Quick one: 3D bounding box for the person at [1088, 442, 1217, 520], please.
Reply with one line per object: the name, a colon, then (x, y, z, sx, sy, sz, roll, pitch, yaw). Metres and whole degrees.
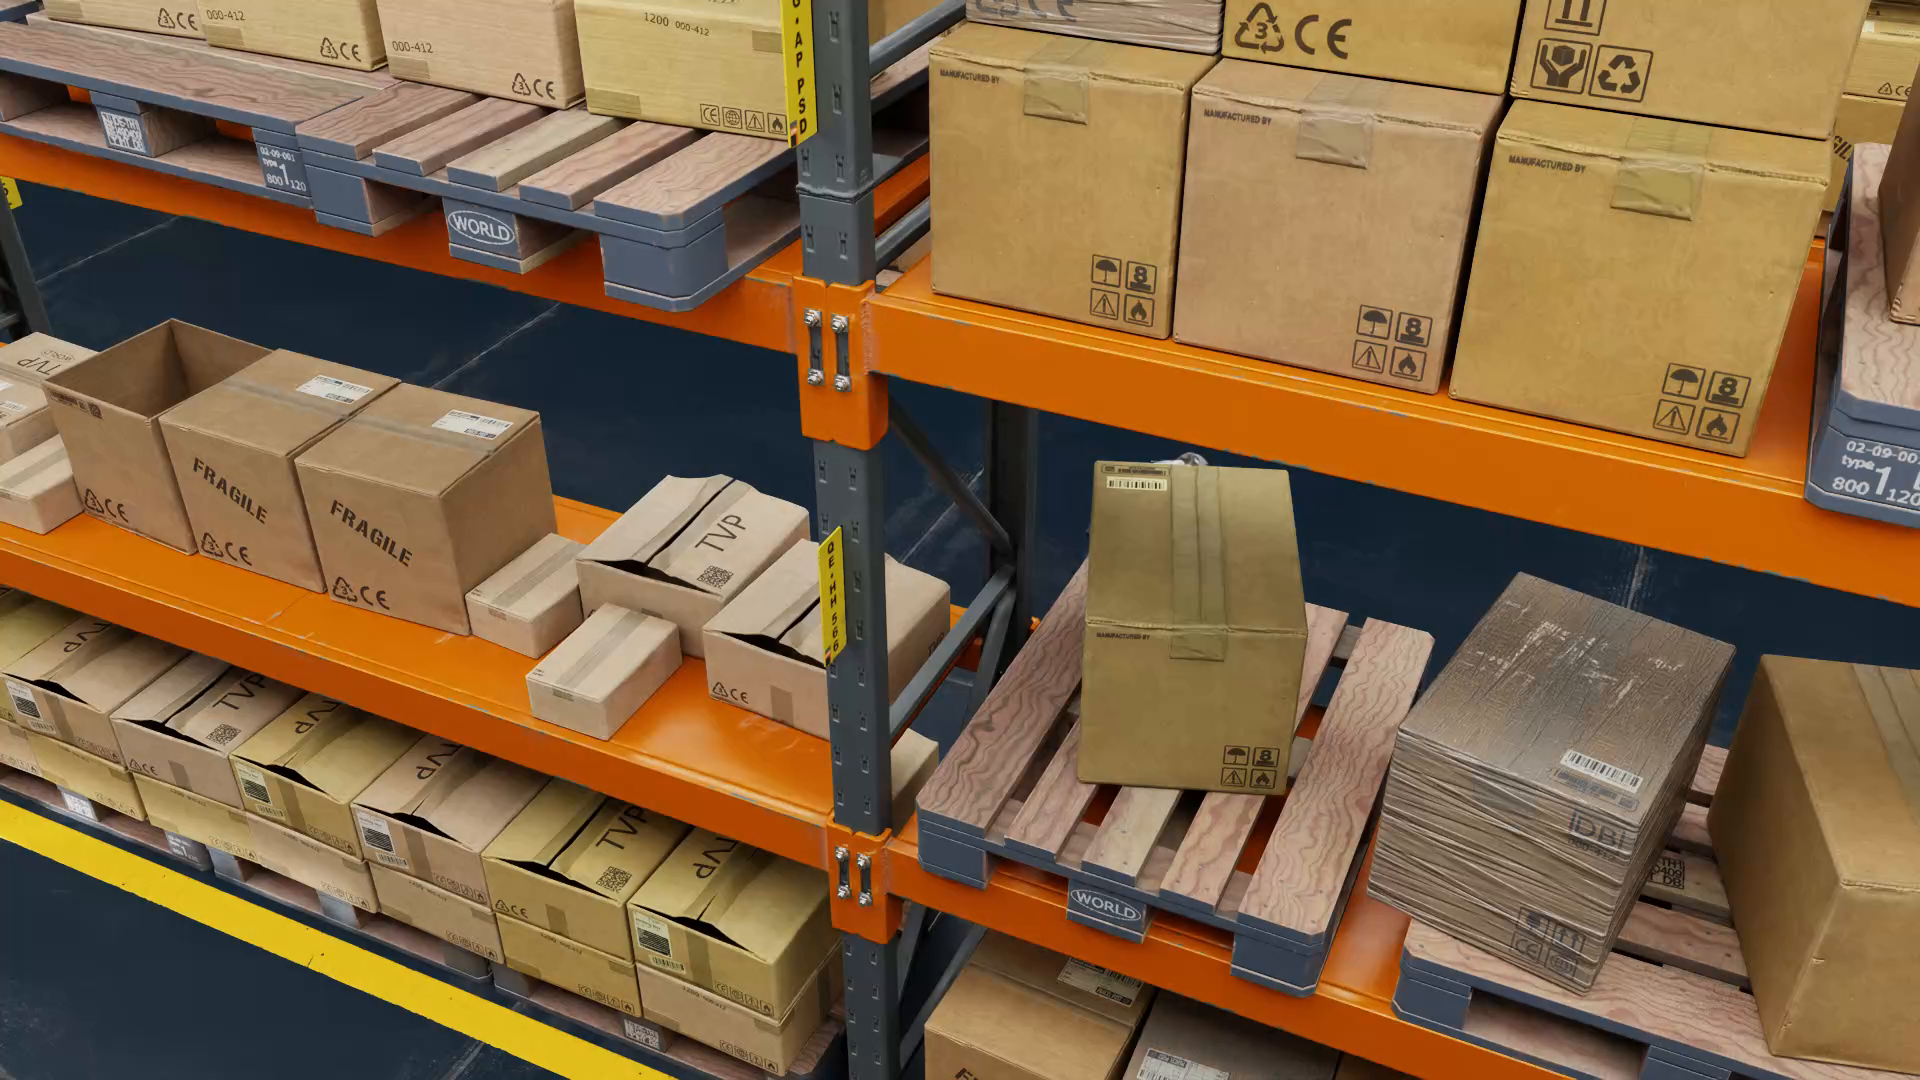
person: (0.820, 0.019, 6.754, 0.504, 0.950, 0.938, 13, 36, 18)
